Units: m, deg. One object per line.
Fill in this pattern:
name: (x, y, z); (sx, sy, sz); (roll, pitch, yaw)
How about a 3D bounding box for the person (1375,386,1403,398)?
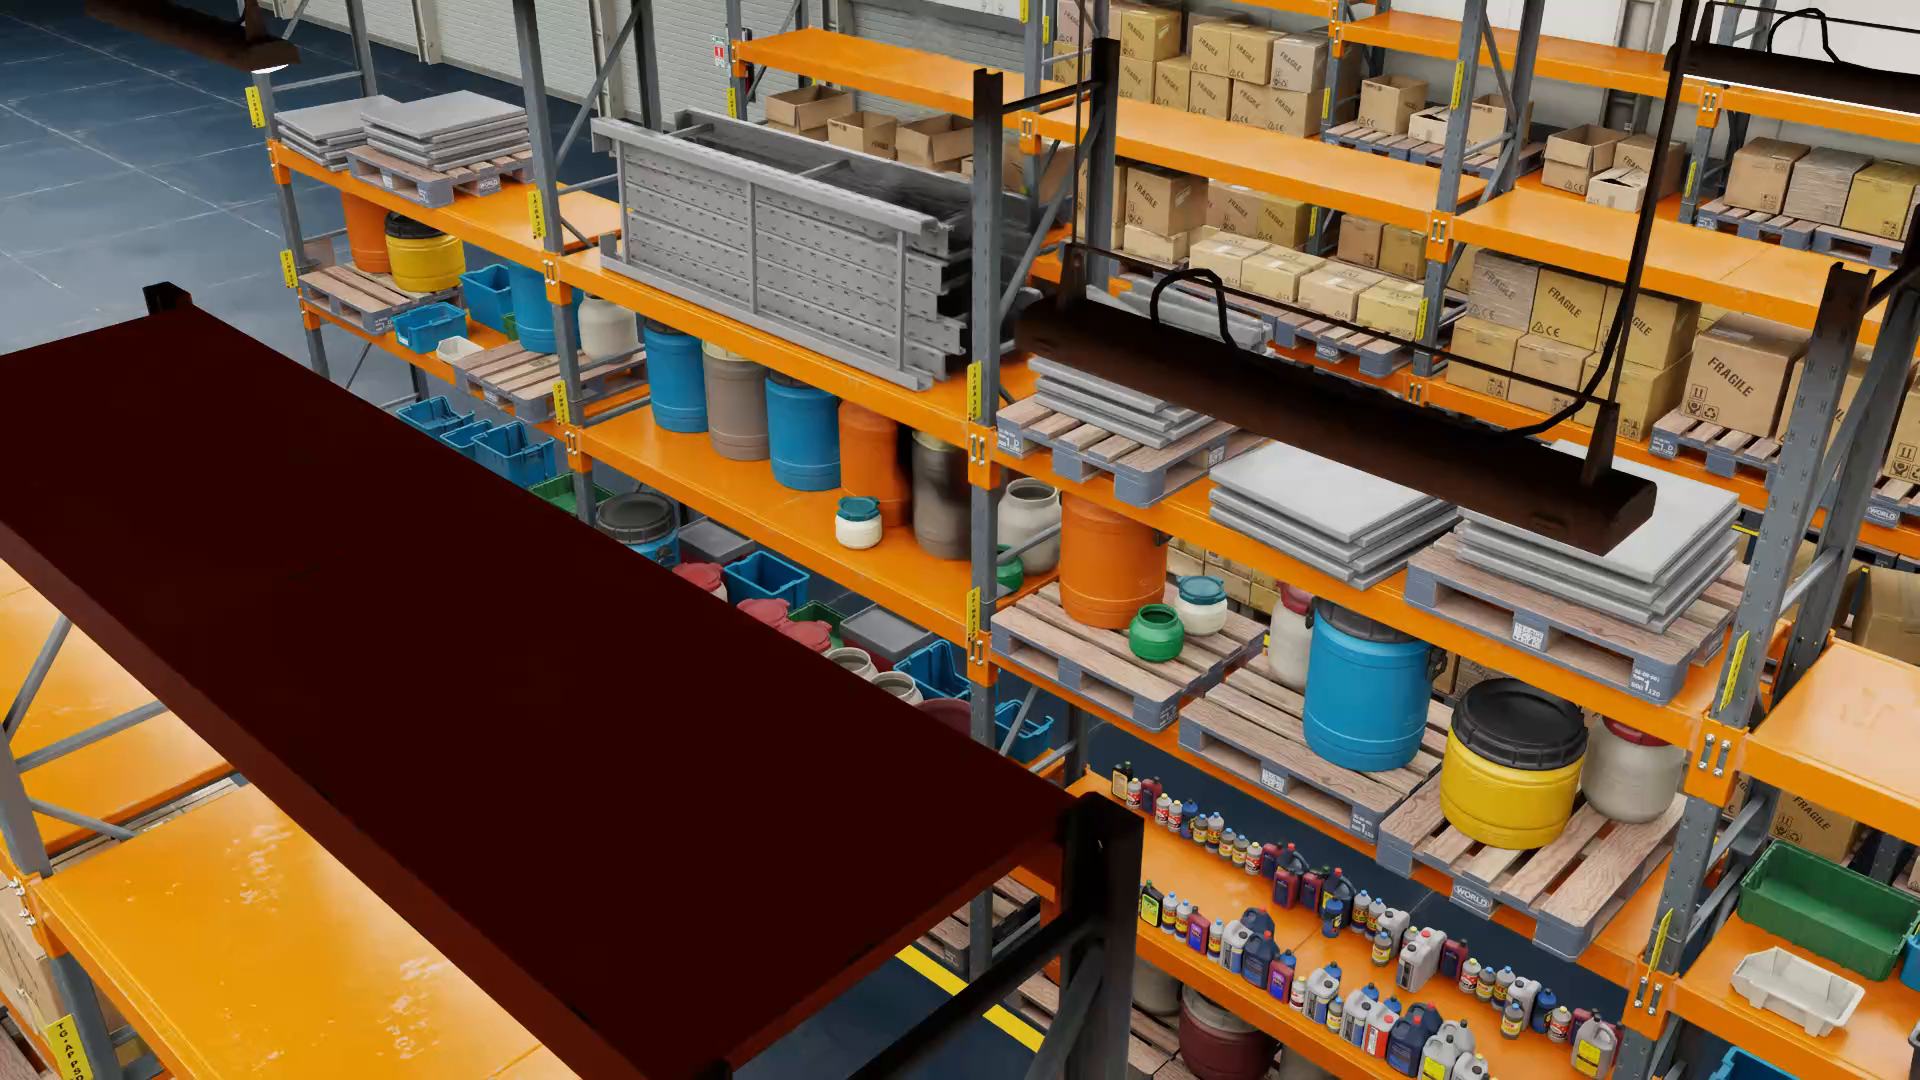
person: (3.950, -0.756, 15.810); (0.621, 1.732, 0.660); (25, 38, 36)
